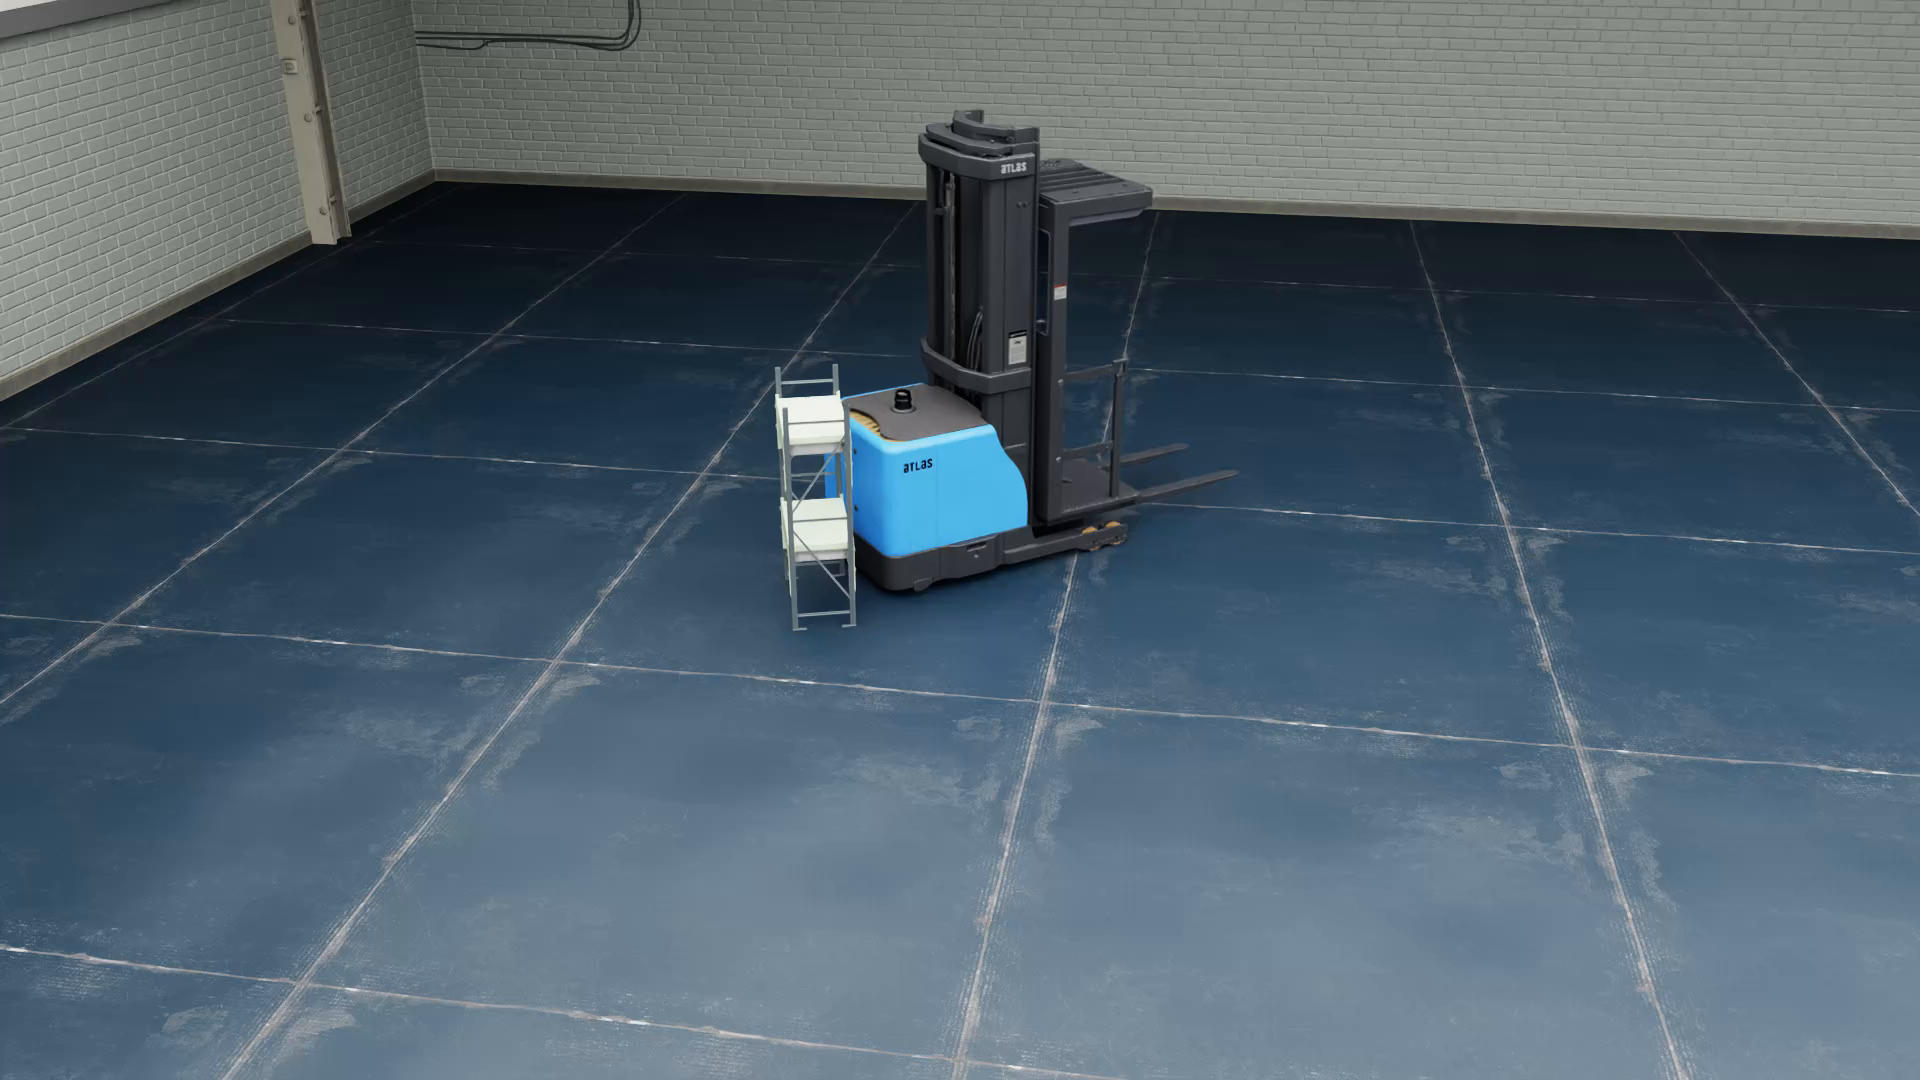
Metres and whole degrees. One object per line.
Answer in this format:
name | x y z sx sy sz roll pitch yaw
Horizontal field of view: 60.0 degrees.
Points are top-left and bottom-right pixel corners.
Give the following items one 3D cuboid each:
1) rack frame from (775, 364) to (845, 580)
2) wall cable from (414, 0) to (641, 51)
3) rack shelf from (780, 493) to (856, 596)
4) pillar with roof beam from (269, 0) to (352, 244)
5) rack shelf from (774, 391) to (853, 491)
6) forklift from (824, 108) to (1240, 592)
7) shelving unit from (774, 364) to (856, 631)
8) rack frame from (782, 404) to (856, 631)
rack frame | -0.977 -0.426 10.892 0.400 1.500 0.023 -4 25 -8
wall cable | -5.455 -7.270 20.329 3.097 2.526 0.112 4 25 9
rack shelf | -0.919 0.022 10.703 0.431 0.370 0.720 -4 25 -8
pillar with roof beam | -2.993 -7.238 16.597 9.100 9.000 0.400 4 25 9
rack shelf | -0.919 -0.627 10.399 0.431 0.370 0.720 -4 25 -8
forklift | 0.593 -1.428 11.343 3.031 2.935 1.130 -14 28 -27
shelving unit | -0.919 -0.273 10.564 0.431 1.500 0.755 -4 25 -8
rack frame | -0.861 -0.120 10.237 0.400 1.500 0.023 -4 25 -8
